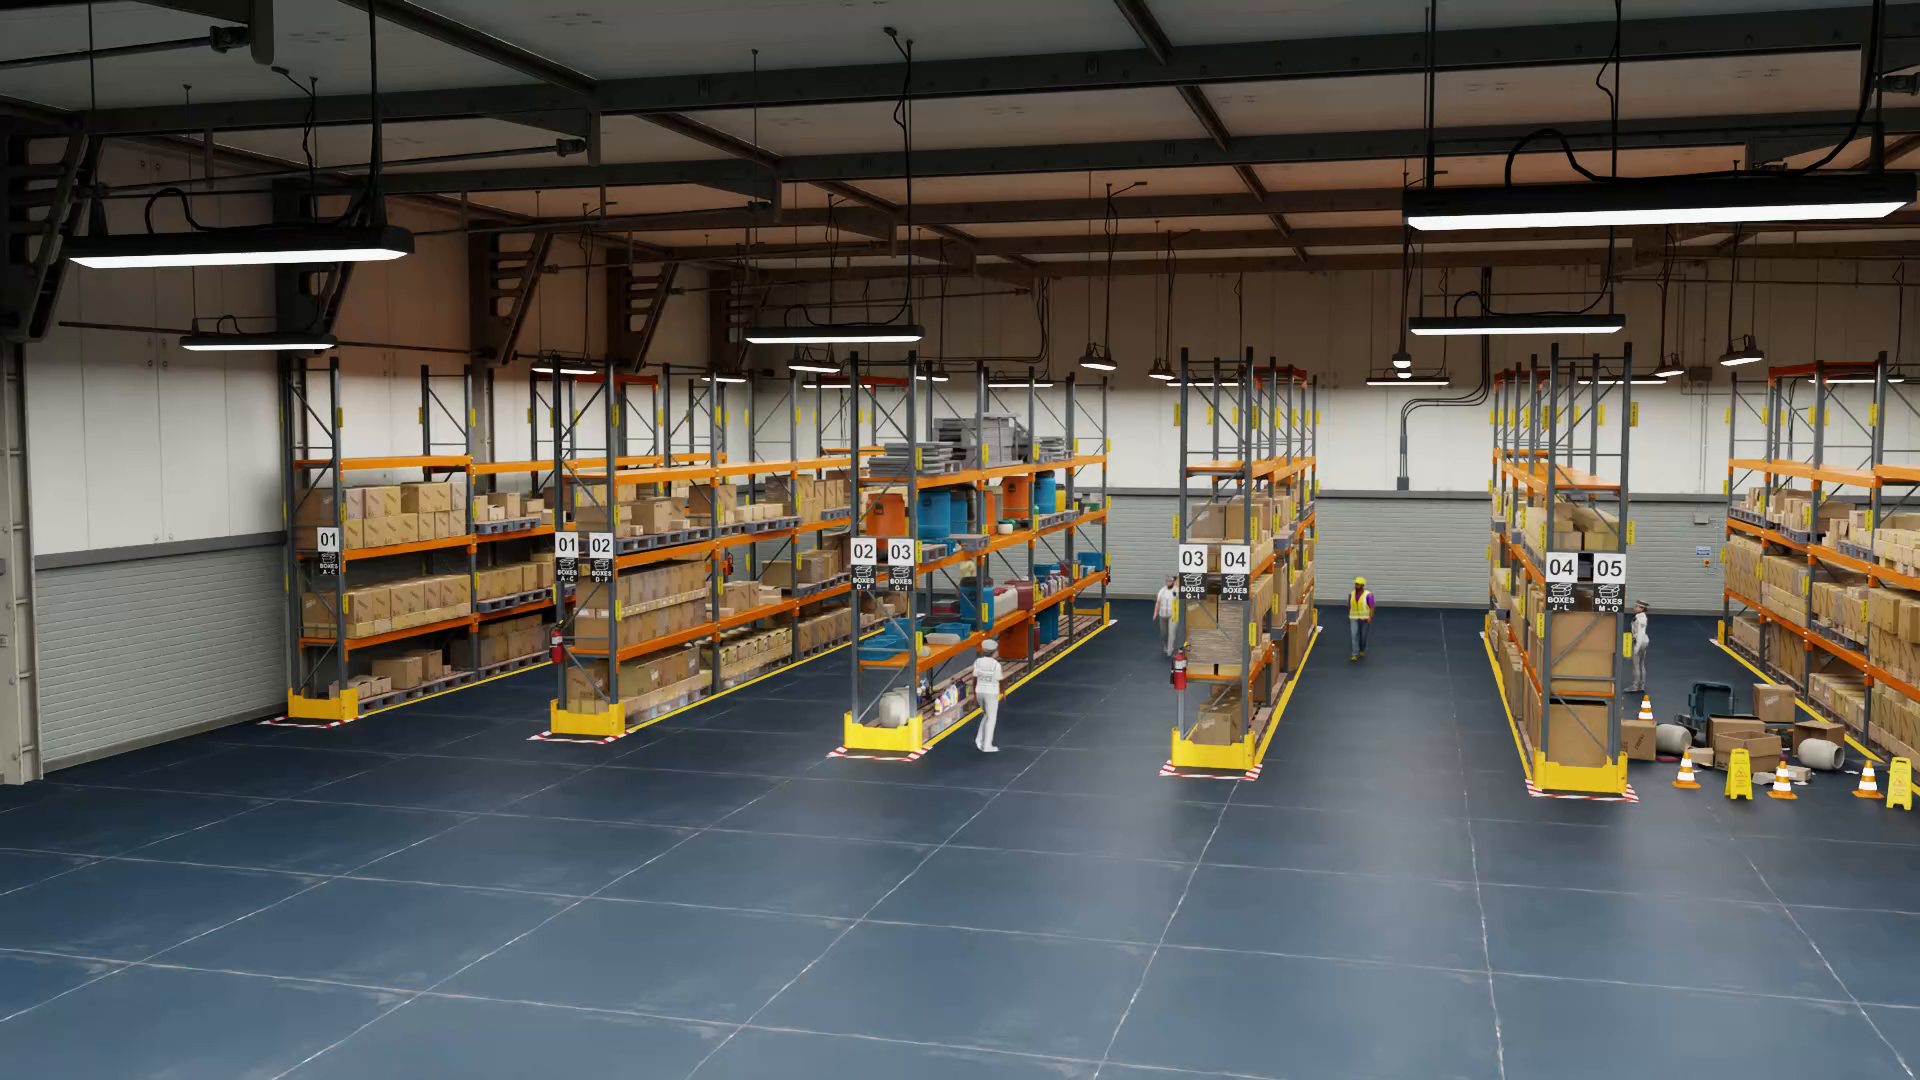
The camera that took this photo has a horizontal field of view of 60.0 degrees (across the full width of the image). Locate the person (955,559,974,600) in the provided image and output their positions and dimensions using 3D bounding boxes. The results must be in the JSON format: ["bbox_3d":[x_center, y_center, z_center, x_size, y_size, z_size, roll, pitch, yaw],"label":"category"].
[{"bbox_3d":[0.132,1.105,41.841,0.417,1.657,0.491,-3,5,-39],"label":"person"}]

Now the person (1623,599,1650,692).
[{"bbox_3d":[12.440,1.930,30.516,0.368,1.694,0.530,4,5,40],"label":"person"}]

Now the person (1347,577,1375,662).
[{"bbox_3d":[8.237,1.626,34.179,0.540,1.718,1.058,1,4,14],"label":"person"}]

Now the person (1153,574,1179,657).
[{"bbox_3d":[4.396,1.575,34.912,0.631,1.731,1.032,1,4,19],"label":"person"}]

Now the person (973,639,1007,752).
[{"bbox_3d":[0.455,2.335,24.882,0.455,1.718,0.475,-4,6,-43],"label":"person"}]
